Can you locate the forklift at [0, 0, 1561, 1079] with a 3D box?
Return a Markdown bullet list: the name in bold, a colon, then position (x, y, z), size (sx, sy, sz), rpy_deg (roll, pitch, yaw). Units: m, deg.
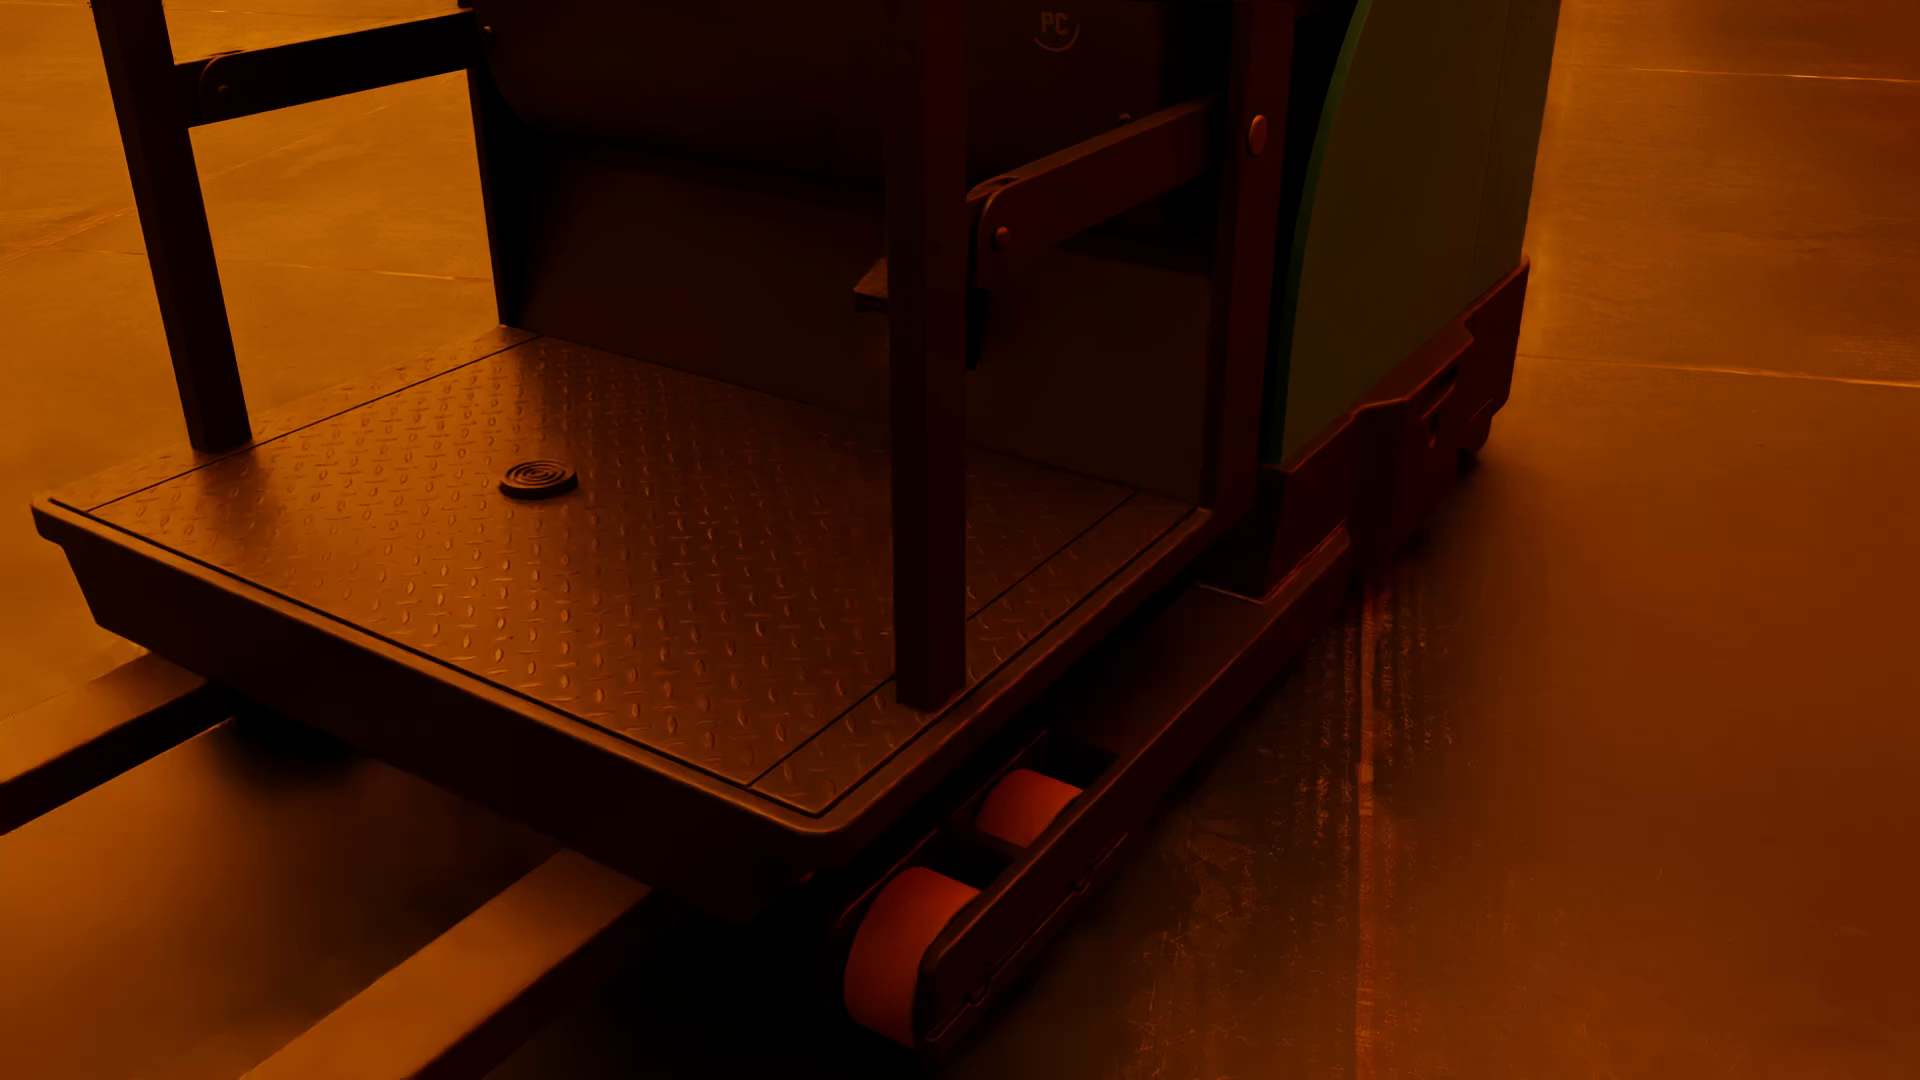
- **forklift**: position (-0.294, -1.075, 1.377), size (1.130, 2.935, 3.031), rpy_deg (16, 31, 29)
